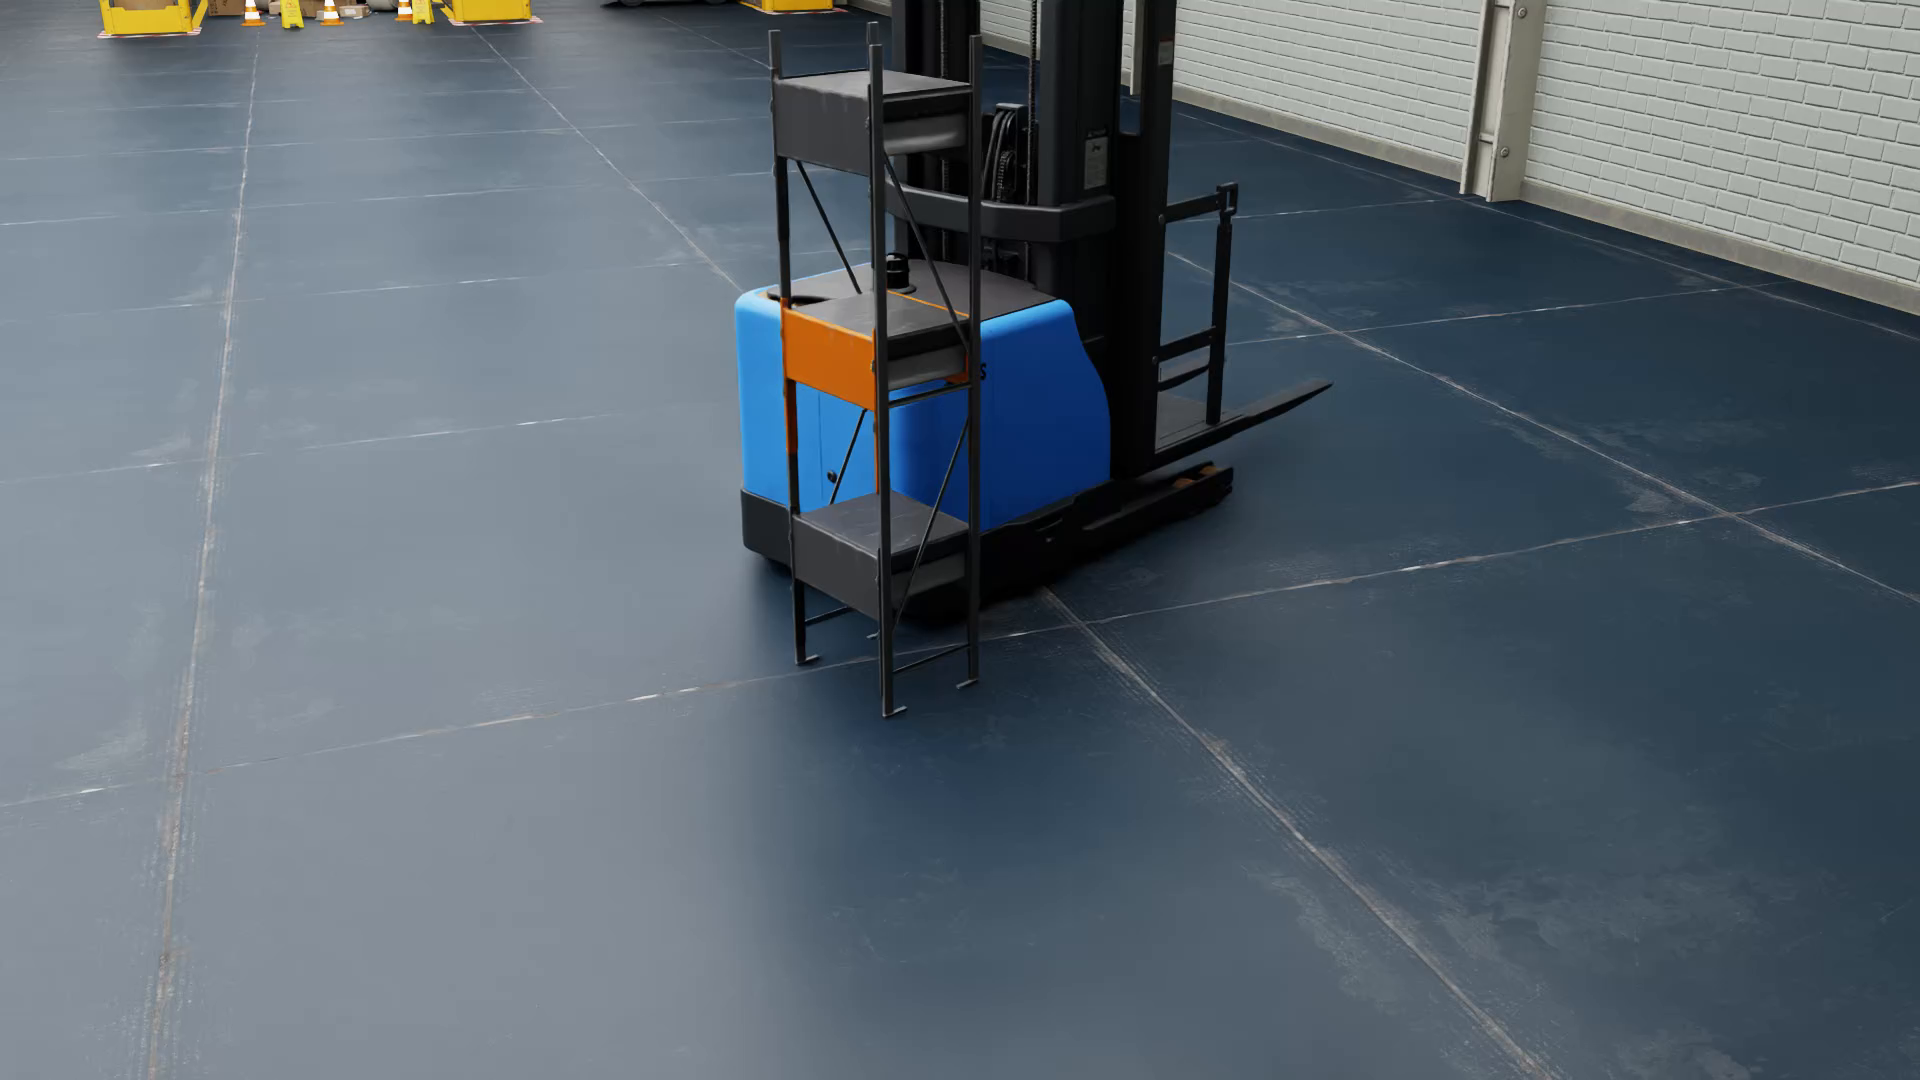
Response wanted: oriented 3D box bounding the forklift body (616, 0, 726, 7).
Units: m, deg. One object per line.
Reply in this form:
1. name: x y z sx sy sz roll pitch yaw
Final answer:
1. forklift body: -5.103 -10.337 28.506 2.313 2.155 1.214 -8 24 -19

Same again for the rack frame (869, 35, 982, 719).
1. rack frame: -0.093 -0.441 5.092 0.400 2.100 0.015 -18 29 -37

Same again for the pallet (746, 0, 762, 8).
1. pallet: -3.036 -9.277 28.488 1.003 0.211 1.213 -8 24 -19

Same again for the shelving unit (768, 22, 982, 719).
1. shelving unit: -0.252 -0.513 5.263 0.431 2.100 0.503 -18 29 -37

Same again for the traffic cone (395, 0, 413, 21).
1. traffic cone: -8.728 -8.417 26.125 0.336 0.463 0.334 -8 24 -19

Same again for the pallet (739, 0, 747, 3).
1. pallet: -3.463 -9.719 29.538 1.003 0.211 1.213 -8 24 -19

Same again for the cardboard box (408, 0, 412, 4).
1. cardboard box: -9.677 -9.334 28.248 0.500 0.500 0.500 8 24 18

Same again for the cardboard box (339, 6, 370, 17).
1. cardboard box: -9.722 -8.492 26.707 0.380 0.149 0.250 4 23 9

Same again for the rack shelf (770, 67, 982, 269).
1. rack shelf: -0.252 -1.145 4.997 0.431 0.518 0.480 -18 29 -37

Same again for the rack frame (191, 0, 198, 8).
1. rack frame: -13.377 -10.345 27.431 1.000 3.000 0.127 -8 24 -19

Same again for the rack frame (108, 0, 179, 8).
1. rack frame: -11.964 -8.891 23.983 1.000 3.000 0.127 -8 24 -19

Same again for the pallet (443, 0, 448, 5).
1. pallet: -8.512 -9.536 29.104 1.003 0.211 1.213 -8 24 -19

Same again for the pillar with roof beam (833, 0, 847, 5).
1. pillar with roof beam: -6.157 -12.840 25.628 9.100 9.000 0.400 -8 24 -19

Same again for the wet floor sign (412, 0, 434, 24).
1. wet floor sign: -8.303 -8.306 25.627 0.267 0.644 0.232 0 23 -1

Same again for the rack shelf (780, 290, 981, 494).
1. rack shelf: -0.252 -0.500 5.269 0.431 0.518 0.480 -18 29 -37

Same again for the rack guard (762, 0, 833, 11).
1. rack guard: -2.718 -9.129 27.765 1.175 0.500 0.348 -8 24 -19

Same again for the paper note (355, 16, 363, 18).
1. paper note: -9.565 -8.309 26.425 0.148 0.019 0.142 -18 29 -37

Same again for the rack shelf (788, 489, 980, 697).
1. rack shelf: -0.252 0.145 5.541 0.431 0.518 0.480 -18 29 -37

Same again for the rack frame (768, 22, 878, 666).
1. rack frame: -0.410 -0.585 5.435 0.400 2.100 0.015 -18 29 -37

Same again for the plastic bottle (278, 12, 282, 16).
1. plastic bottle: -10.871 -8.459 26.741 0.133 0.061 0.283 -18 29 -37

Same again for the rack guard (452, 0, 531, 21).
1. rack guard: -7.396 -8.483 26.232 1.175 0.500 0.348 -8 24 -19

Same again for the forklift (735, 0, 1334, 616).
1. forklift: 0.521 -1.565 6.689 1.130 2.935 3.031 20 30 39

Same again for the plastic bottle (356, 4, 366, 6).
1. plastic bottle: -10.081 -8.980 27.977 0.133 0.061 0.283 -4 23 -10

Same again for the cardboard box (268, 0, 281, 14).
1. cardboard box: -11.047 -8.713 27.080 0.396 0.266 0.258 -4 23 -10

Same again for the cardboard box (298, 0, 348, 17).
1. cardboard box: -10.358 -8.748 26.856 0.637 0.503 0.797 12 26 27

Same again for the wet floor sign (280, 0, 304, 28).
1. wet floor sign: -10.102 -8.067 25.060 0.267 0.644 0.232 -13 26 -28

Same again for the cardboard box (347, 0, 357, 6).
1. cardboard box: -10.502 -9.210 28.260 0.396 0.266 0.258 12 26 27

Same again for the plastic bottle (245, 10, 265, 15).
1. plastic bottle: -11.410 -8.532 26.913 0.283 0.061 0.133 -18 29 -37

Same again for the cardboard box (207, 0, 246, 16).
1. cardboard box: -11.869 -8.771 26.912 0.500 0.500 0.500 -4 23 -10

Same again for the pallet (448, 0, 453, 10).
1. pallet: -8.077 -9.092 28.050 1.003 0.211 1.213 -8 24 -19

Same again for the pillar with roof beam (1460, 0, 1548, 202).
1. pillar with roof beam: 0.202 -6.300 10.110 9.100 9.000 0.400 -8 24 -19

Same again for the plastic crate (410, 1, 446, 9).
1. plastic crate: -8.995 -9.032 28.076 0.402 0.080 0.583 -18 29 -37

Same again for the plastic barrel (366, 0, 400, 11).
1. plastic barrel: -9.515 -8.963 27.470 0.512 0.421 0.421 8 24 18

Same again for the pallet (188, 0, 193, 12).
1. pallet: -13.182 -8.773 27.292 1.003 0.211 1.213 -8 24 -19

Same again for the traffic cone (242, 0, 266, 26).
1. traffic cone: -10.823 -8.110 25.396 0.336 0.463 0.334 -8 24 -19

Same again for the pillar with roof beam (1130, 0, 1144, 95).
1. pillar with roof beam: -1.918 -8.480 15.283 9.100 9.000 0.400 -8 24 -19

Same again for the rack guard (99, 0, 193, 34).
1. rack guard: -11.956 -7.731 24.448 1.175 0.500 0.348 -8 24 -19

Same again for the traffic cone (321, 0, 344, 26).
1. traffic cone: -9.646 -8.141 25.470 0.336 0.463 0.334 -8 24 -19

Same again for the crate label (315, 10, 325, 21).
1. crate label: -9.982 -8.268 26.191 0.298 0.136 0.250 18 29 36

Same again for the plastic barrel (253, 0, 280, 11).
1. plastic barrel: -11.541 -8.956 27.453 0.512 0.421 0.421 8 24 18

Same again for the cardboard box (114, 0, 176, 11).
1. cardboard box: -12.266 -8.343 24.877 0.875 0.875 0.875 -8 24 -19
